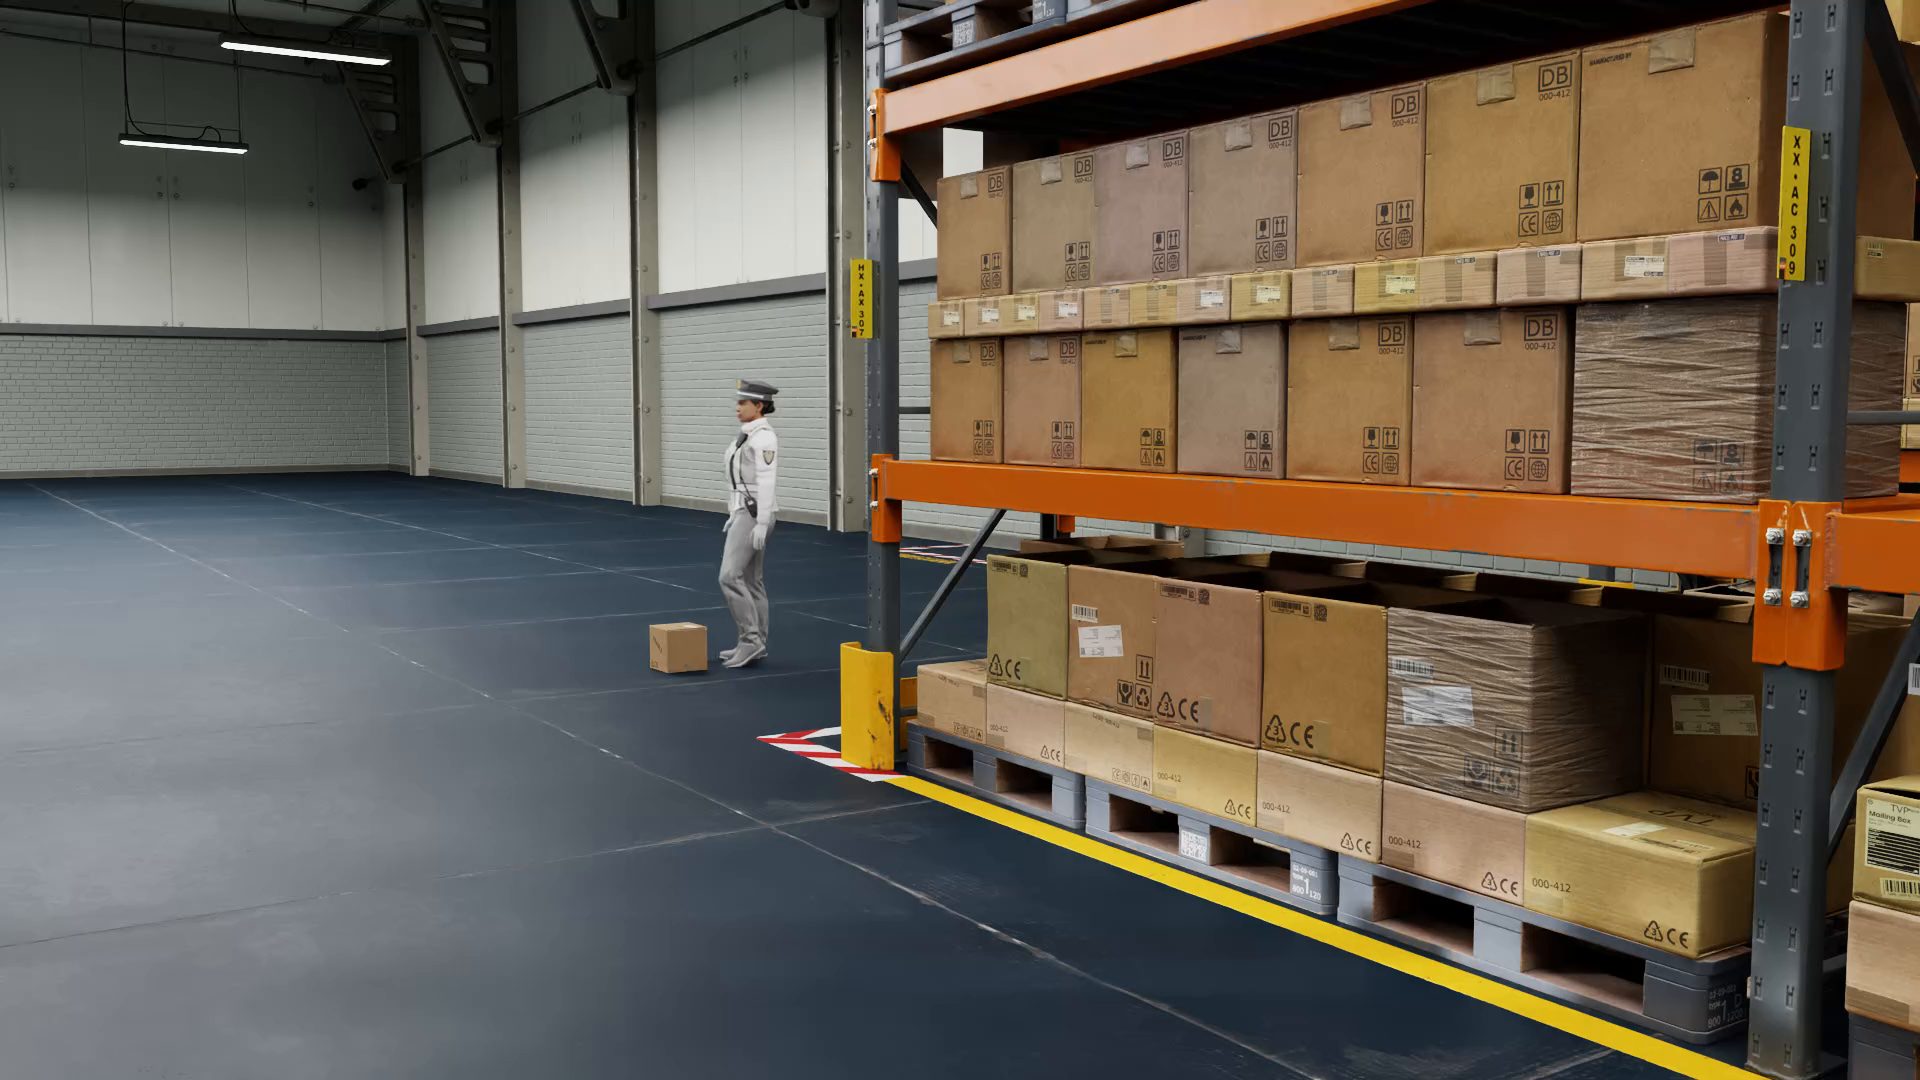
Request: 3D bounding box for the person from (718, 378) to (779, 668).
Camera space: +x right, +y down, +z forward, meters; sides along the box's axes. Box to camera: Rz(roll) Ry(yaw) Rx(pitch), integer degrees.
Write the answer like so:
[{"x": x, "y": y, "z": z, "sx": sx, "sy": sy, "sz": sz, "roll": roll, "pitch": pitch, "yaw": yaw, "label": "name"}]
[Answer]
[{"x": -1.265, "y": -0.100, "z": 9.841, "sx": 0.381, "sy": 1.710, "sz": 0.520, "roll": -1, "pitch": 5, "yaw": -15, "label": "person"}]
